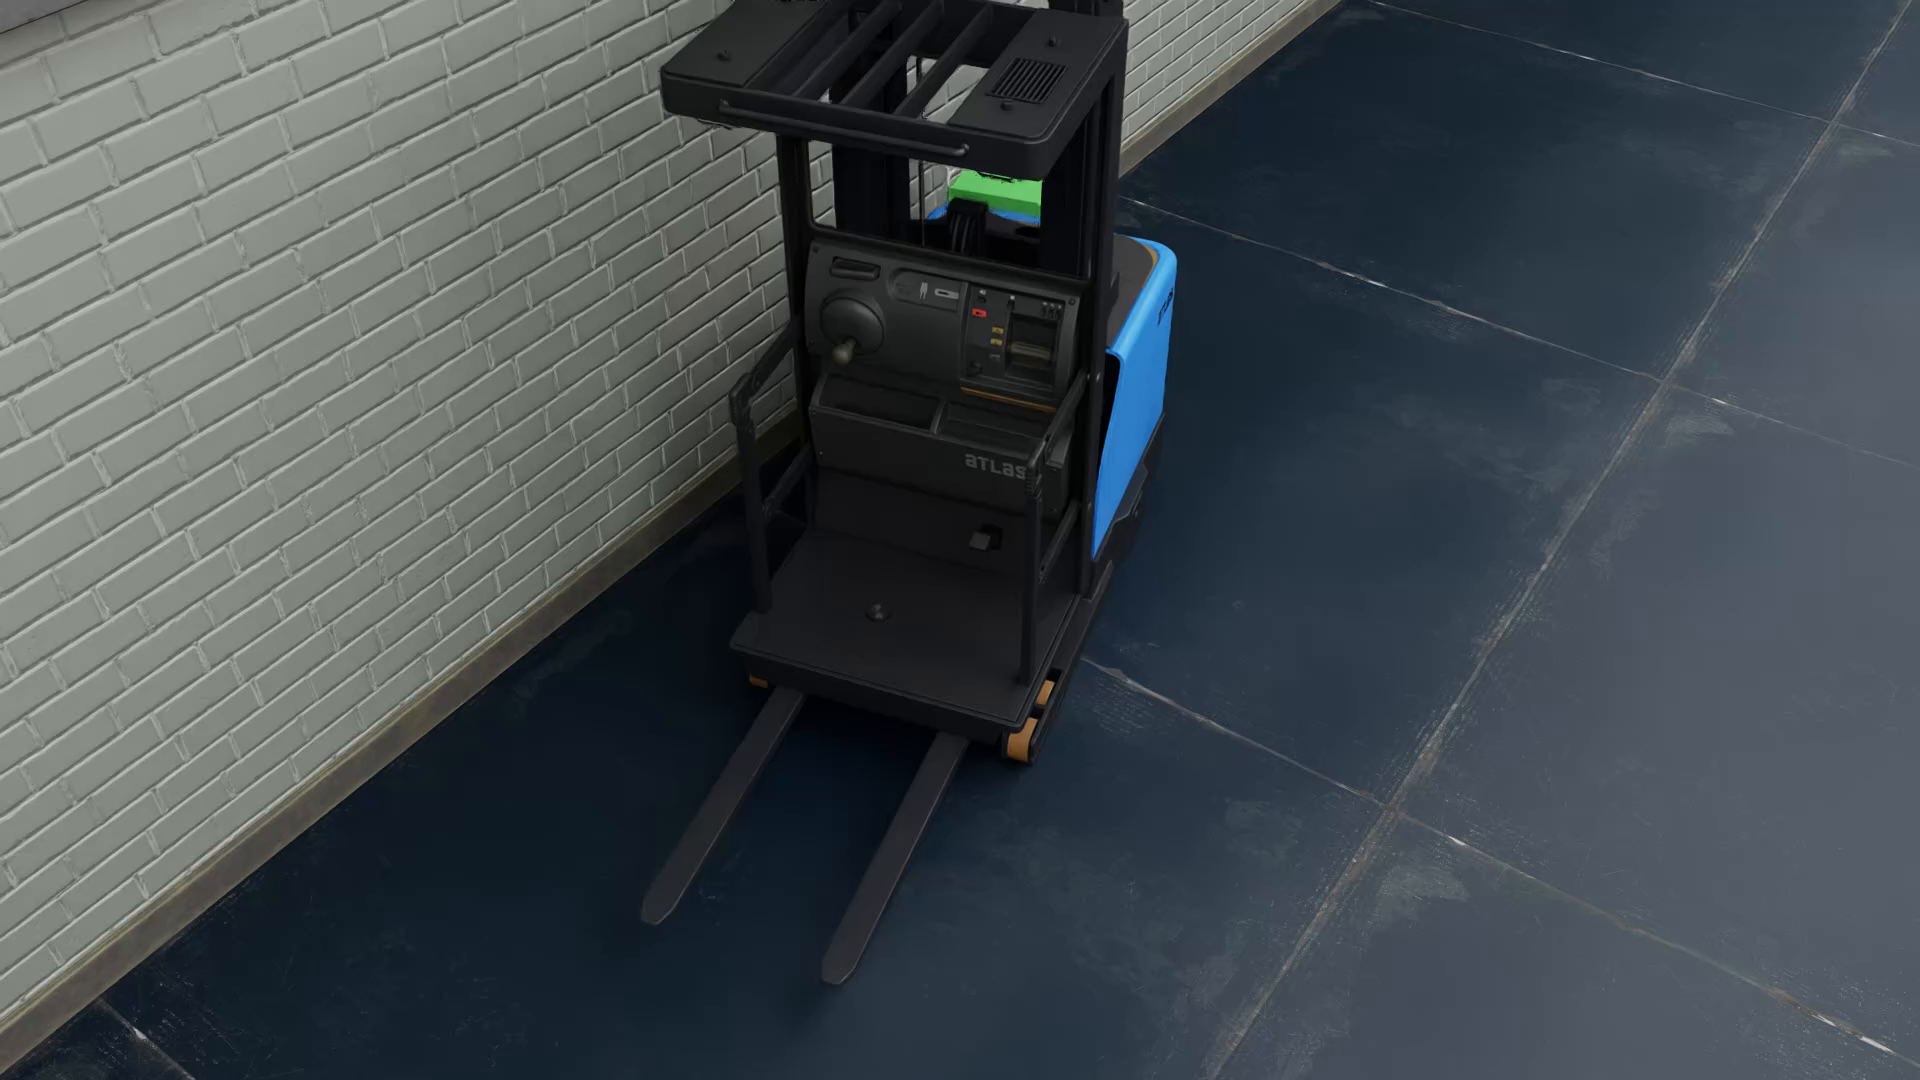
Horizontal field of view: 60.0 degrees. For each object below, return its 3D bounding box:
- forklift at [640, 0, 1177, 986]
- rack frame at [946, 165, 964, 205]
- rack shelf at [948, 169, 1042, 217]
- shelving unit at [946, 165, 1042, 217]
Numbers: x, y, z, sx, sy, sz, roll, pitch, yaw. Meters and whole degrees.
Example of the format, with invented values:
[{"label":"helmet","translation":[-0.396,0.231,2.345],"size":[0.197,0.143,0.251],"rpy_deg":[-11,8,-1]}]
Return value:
[{"label":"forklift","translation":[-0.141,-0.626,5.251],"size":[1.130,2.935,3.031],"rpy_deg":[14,44,15]},{"label":"rack frame","translation":[-0.015,-1.137,7.116],"size":[0.015,1.200,0.240],"rpy_deg":[13,42,14]},{"label":"rack shelf","translation":[0.219,-1.400,6.787],"size":[0.480,0.148,0.258],"rpy_deg":[13,42,14]},{"label":"shelving unit","translation":[0.215,-1.084,7.057],"size":[0.503,1.200,0.258],"rpy_deg":[13,42,14]}]
